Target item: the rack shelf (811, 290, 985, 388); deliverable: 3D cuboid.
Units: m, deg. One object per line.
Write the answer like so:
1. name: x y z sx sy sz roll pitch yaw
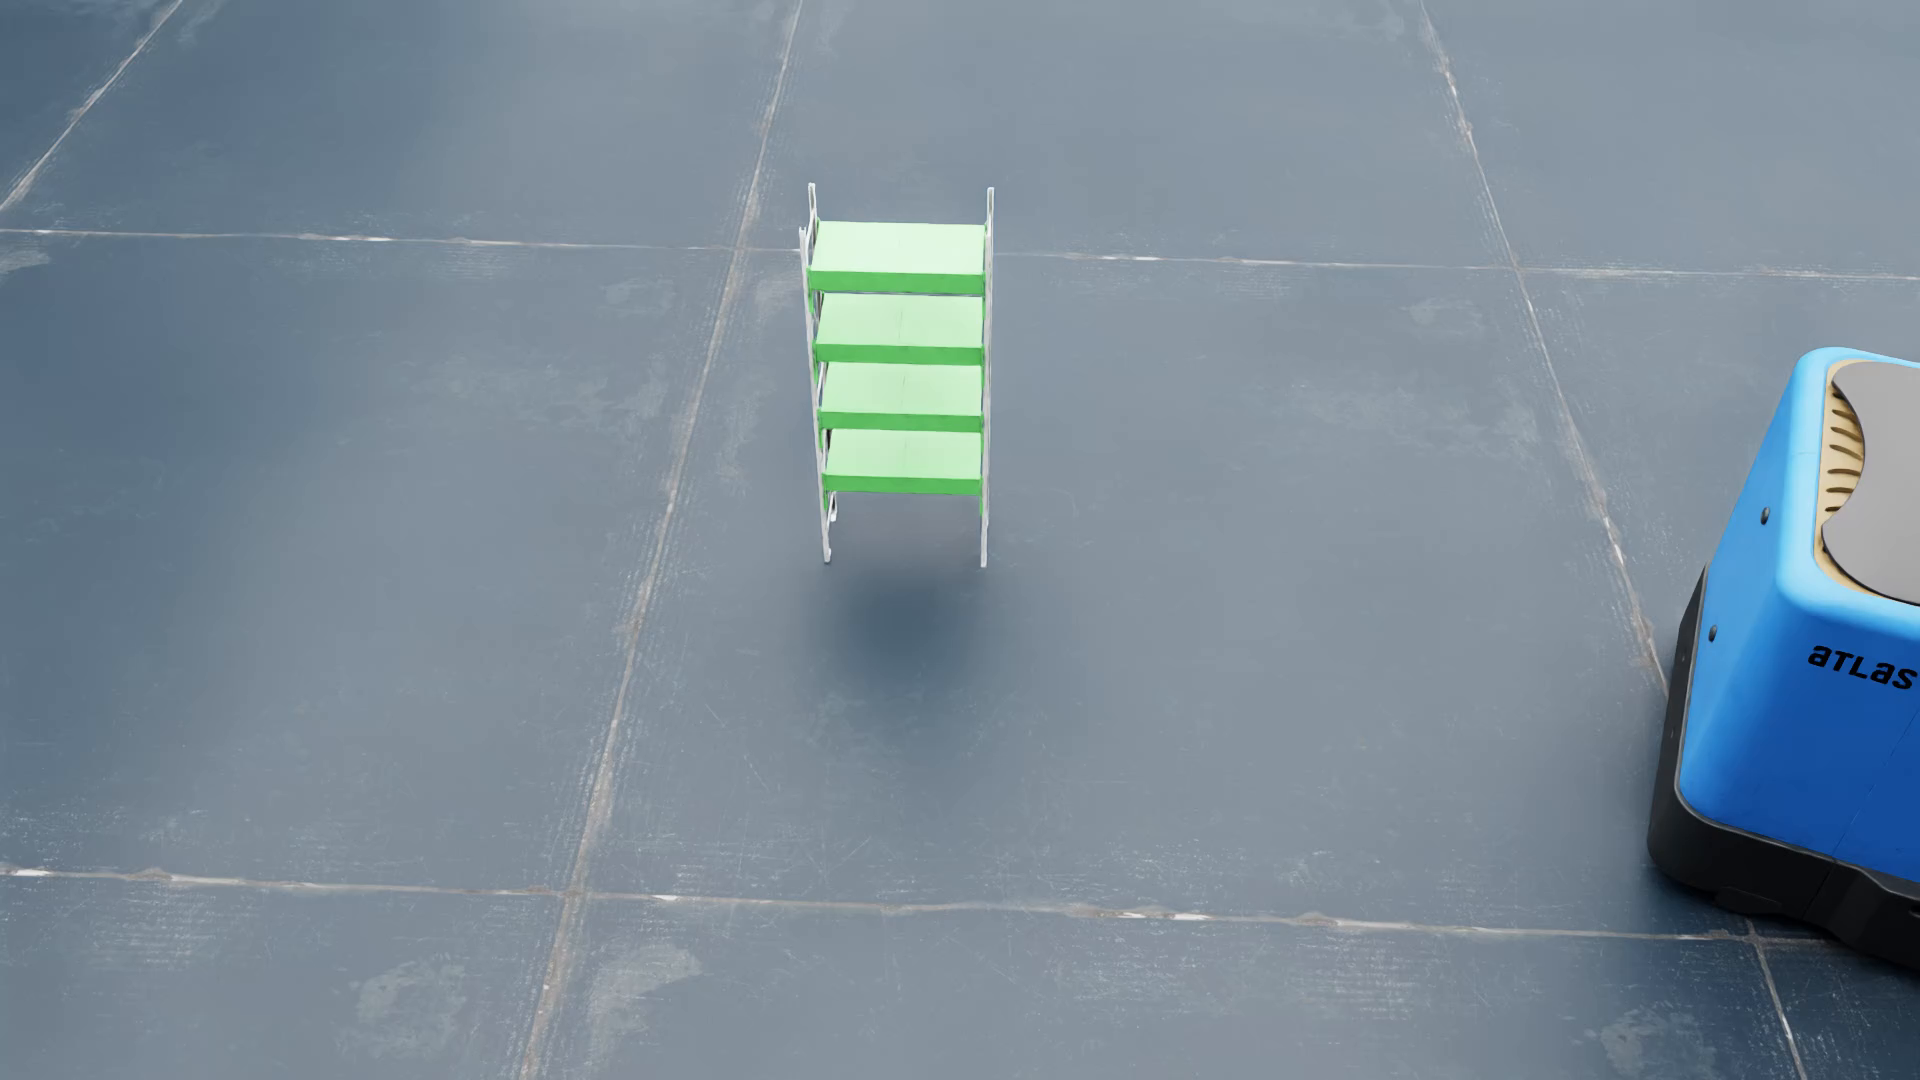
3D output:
1. rack shelf: -0.165 -0.573 4.726 0.480 0.148 0.258 2 43 2

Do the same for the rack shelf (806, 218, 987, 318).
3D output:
1. rack shelf: -0.165 -0.749 4.563 0.480 0.148 0.258 2 43 2

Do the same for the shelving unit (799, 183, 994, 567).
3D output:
1. shelving unit: -0.165 -0.444 4.846 0.503 1.200 0.258 2 43 2

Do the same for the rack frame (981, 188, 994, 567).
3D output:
1. rack frame: 0.078 -0.437 4.838 0.015 1.200 0.240 2 43 2

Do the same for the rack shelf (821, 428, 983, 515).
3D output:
1. rack shelf: -0.165 -0.222 5.054 0.480 0.148 0.258 2 43 2

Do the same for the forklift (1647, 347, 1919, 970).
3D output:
1. forklift: 3.338 -0.100 3.207 3.031 2.935 1.130 16 45 17

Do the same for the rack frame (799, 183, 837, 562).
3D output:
1. rack frame: -0.409 -0.452 4.855 0.015 1.200 0.240 2 43 2

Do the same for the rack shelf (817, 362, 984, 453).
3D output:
1. rack shelf: -0.165 -0.397 4.890 0.480 0.148 0.258 2 43 2
